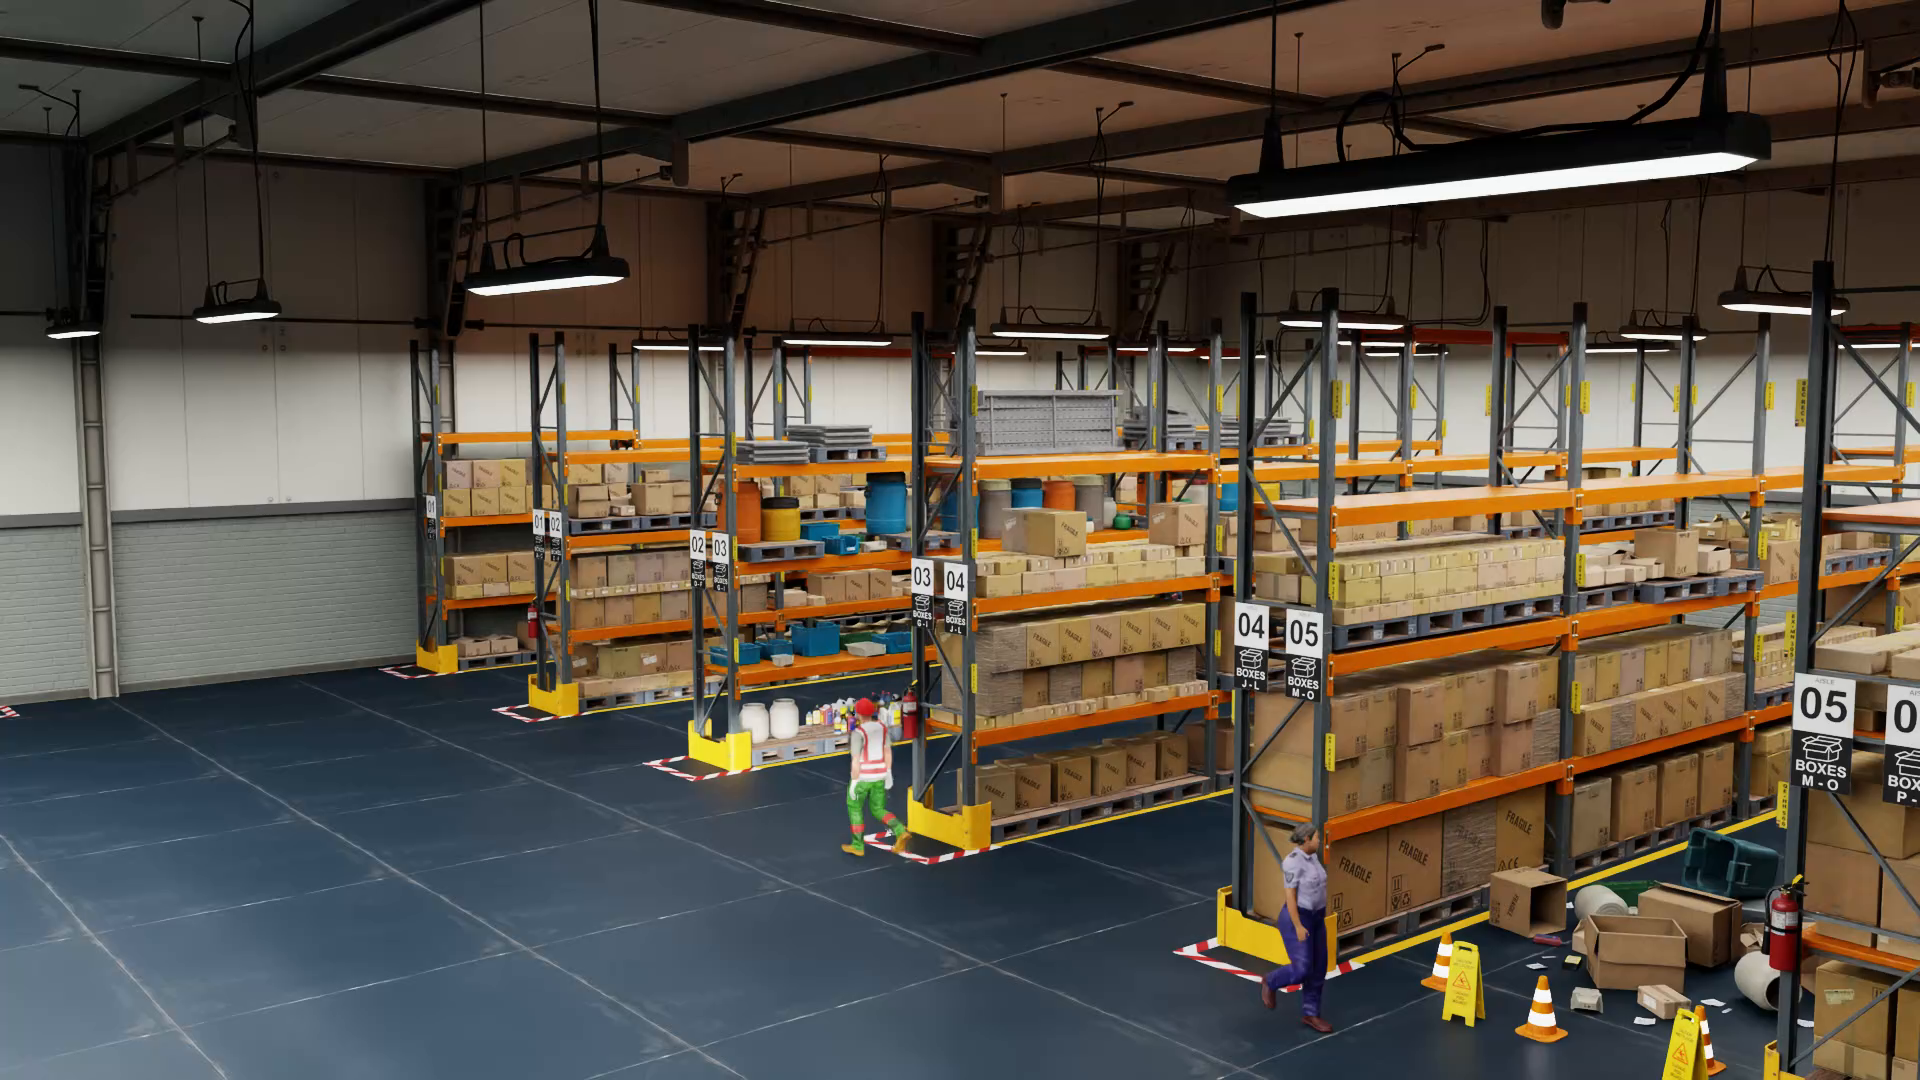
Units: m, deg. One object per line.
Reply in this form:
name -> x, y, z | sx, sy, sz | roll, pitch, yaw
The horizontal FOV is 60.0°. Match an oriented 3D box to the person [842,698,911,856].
person -> -0.939, 2.603, 18.158 | 0.883, 1.761, 0.593 | 5, 7, 42

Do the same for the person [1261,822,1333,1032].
person -> 2.770, 3.104, 13.447 | 0.603, 1.641, 0.510 | 5, 7, 42
